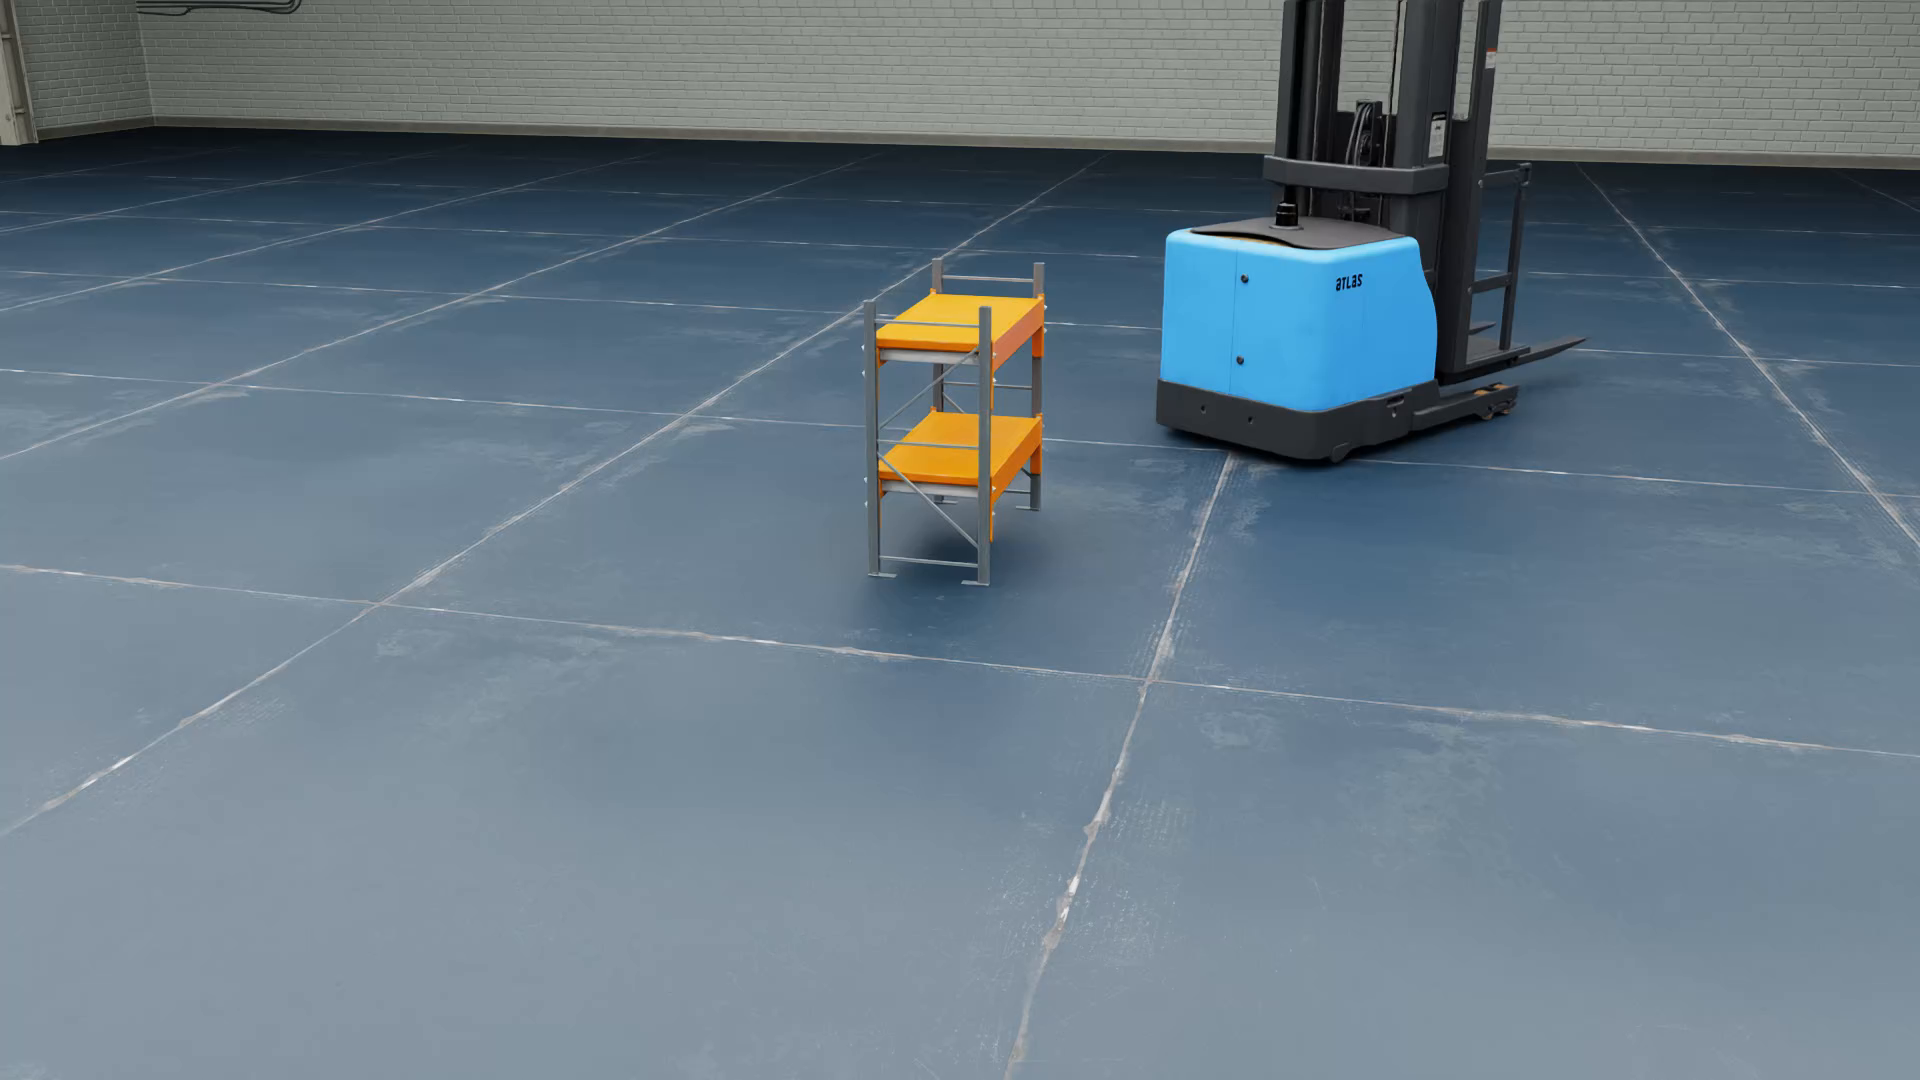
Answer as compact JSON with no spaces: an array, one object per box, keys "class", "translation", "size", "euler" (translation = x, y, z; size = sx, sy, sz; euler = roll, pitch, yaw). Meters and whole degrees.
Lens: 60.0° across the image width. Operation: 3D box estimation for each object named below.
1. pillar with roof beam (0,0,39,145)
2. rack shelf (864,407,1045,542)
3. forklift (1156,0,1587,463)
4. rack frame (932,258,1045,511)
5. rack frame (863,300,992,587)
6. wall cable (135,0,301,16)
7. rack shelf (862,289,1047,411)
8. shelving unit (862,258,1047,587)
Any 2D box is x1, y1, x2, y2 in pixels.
[{"class":"pillar with roof beam","translation":[-9.267,-9.581,21.315],"size":[9.100,9.000,0.400],"euler":[5,19,13]},{"class":"rack shelf","translation":[-0.002,-0.299,7.079],"size":[0.538,0.278,1.000],"euler":[5,19,13]},{"class":"forklift","translation":[2.462,-2.151,8.952],"size":[3.031,2.935,1.130],"euler":[-17,25,-40]},{"class":"rack frame","translation":[0.123,-0.690,7.466],"size":[0.500,1.125,0.032],"euler":[5,19,13]},{"class":"rack frame","translation":[-0.126,-0.371,6.533],"size":[0.500,1.125,0.032],"euler":[5,19,13]},{"class":"wall cable","translation":[-11.439,-9.270,25.210],"size":[3.097,2.526,0.112],"euler":[5,19,13]},{"class":"rack shelf","translation":[-0.002,-0.807,6.905],"size":[0.538,0.278,1.000],"euler":[5,19,13]},{"class":"shelving unit","translation":[-0.002,-0.530,7.000],"size":[0.538,1.125,1.048],"euler":[5,19,13]}]
